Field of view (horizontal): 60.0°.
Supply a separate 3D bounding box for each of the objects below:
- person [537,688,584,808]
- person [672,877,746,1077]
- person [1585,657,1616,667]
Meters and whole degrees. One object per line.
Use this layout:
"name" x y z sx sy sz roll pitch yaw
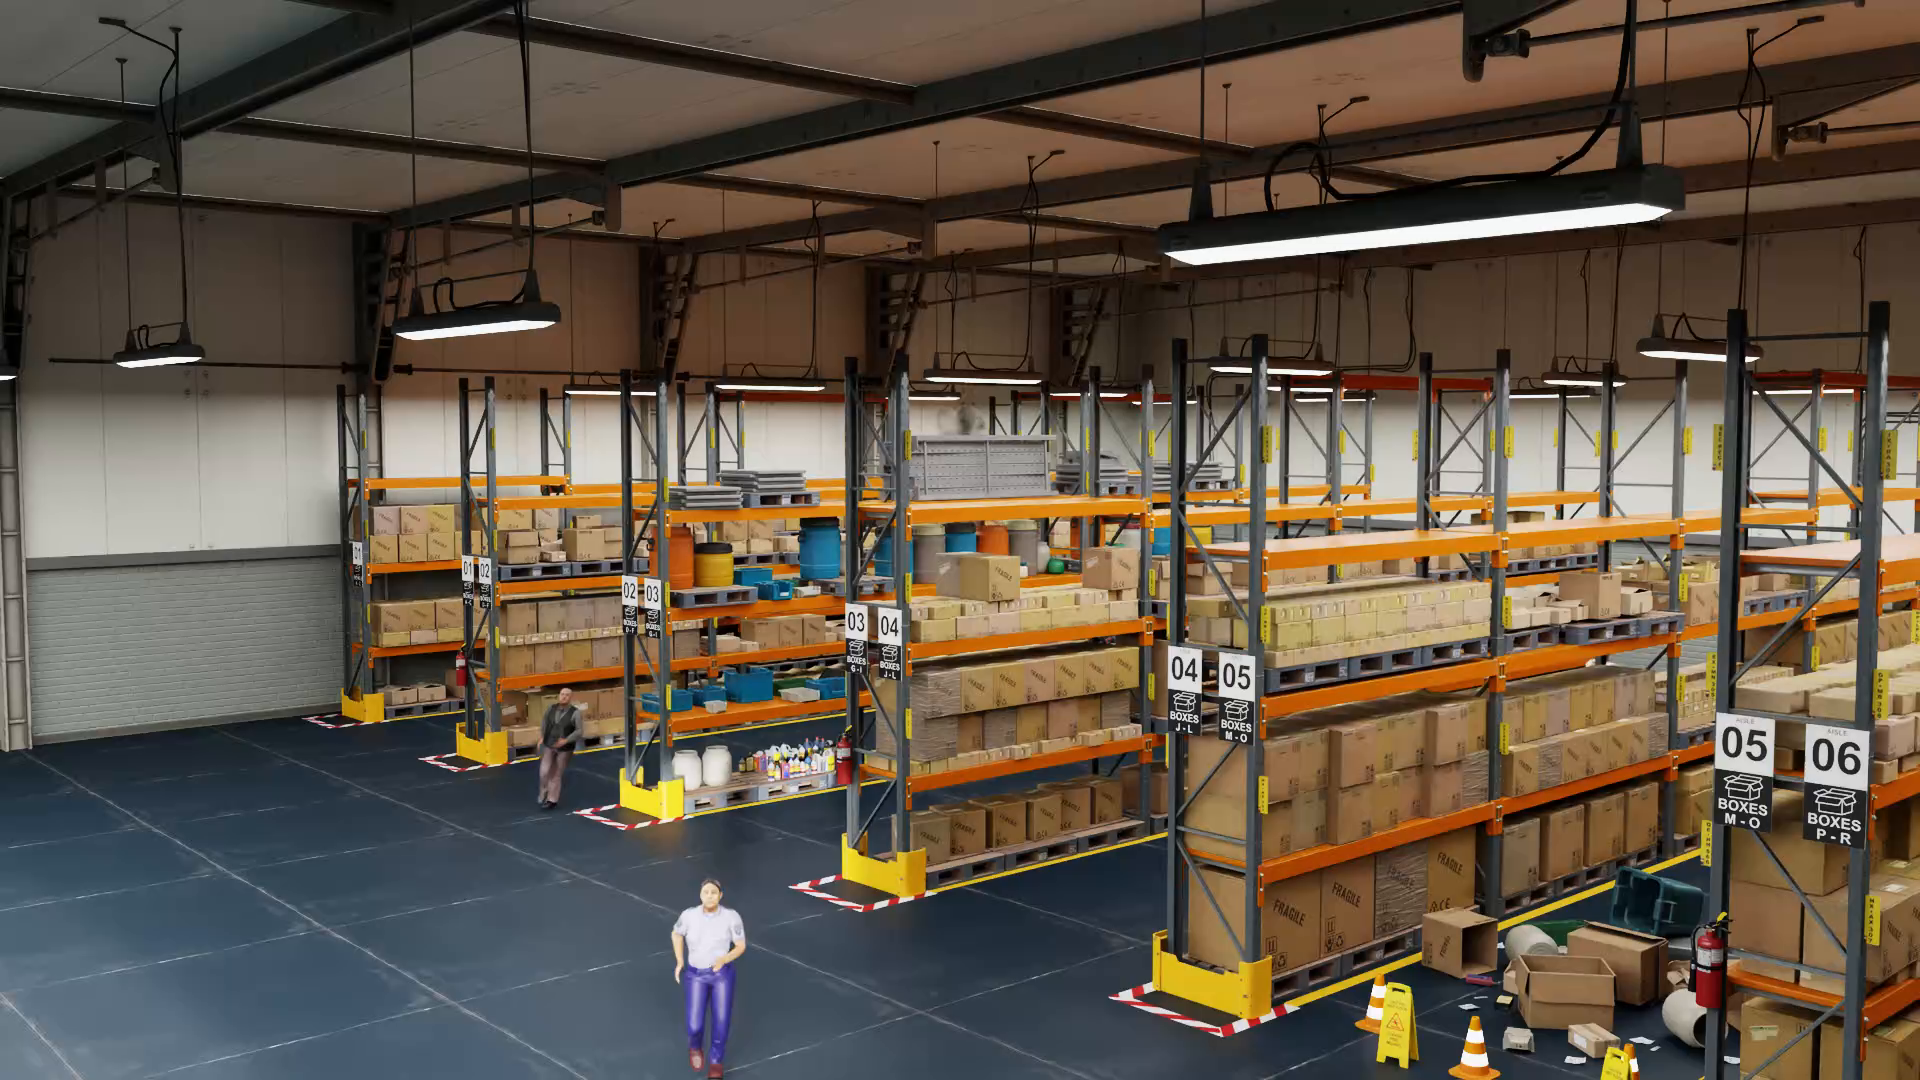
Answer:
"person" -5.453 2.845 22.607 0.662 1.653 0.612 0 4 3
"person" -1.990 3.489 13.178 0.593 1.606 0.574 0 4 -7
"person" 10.056 2.521 26.162 0.994 1.781 0.667 -4 5 -45
